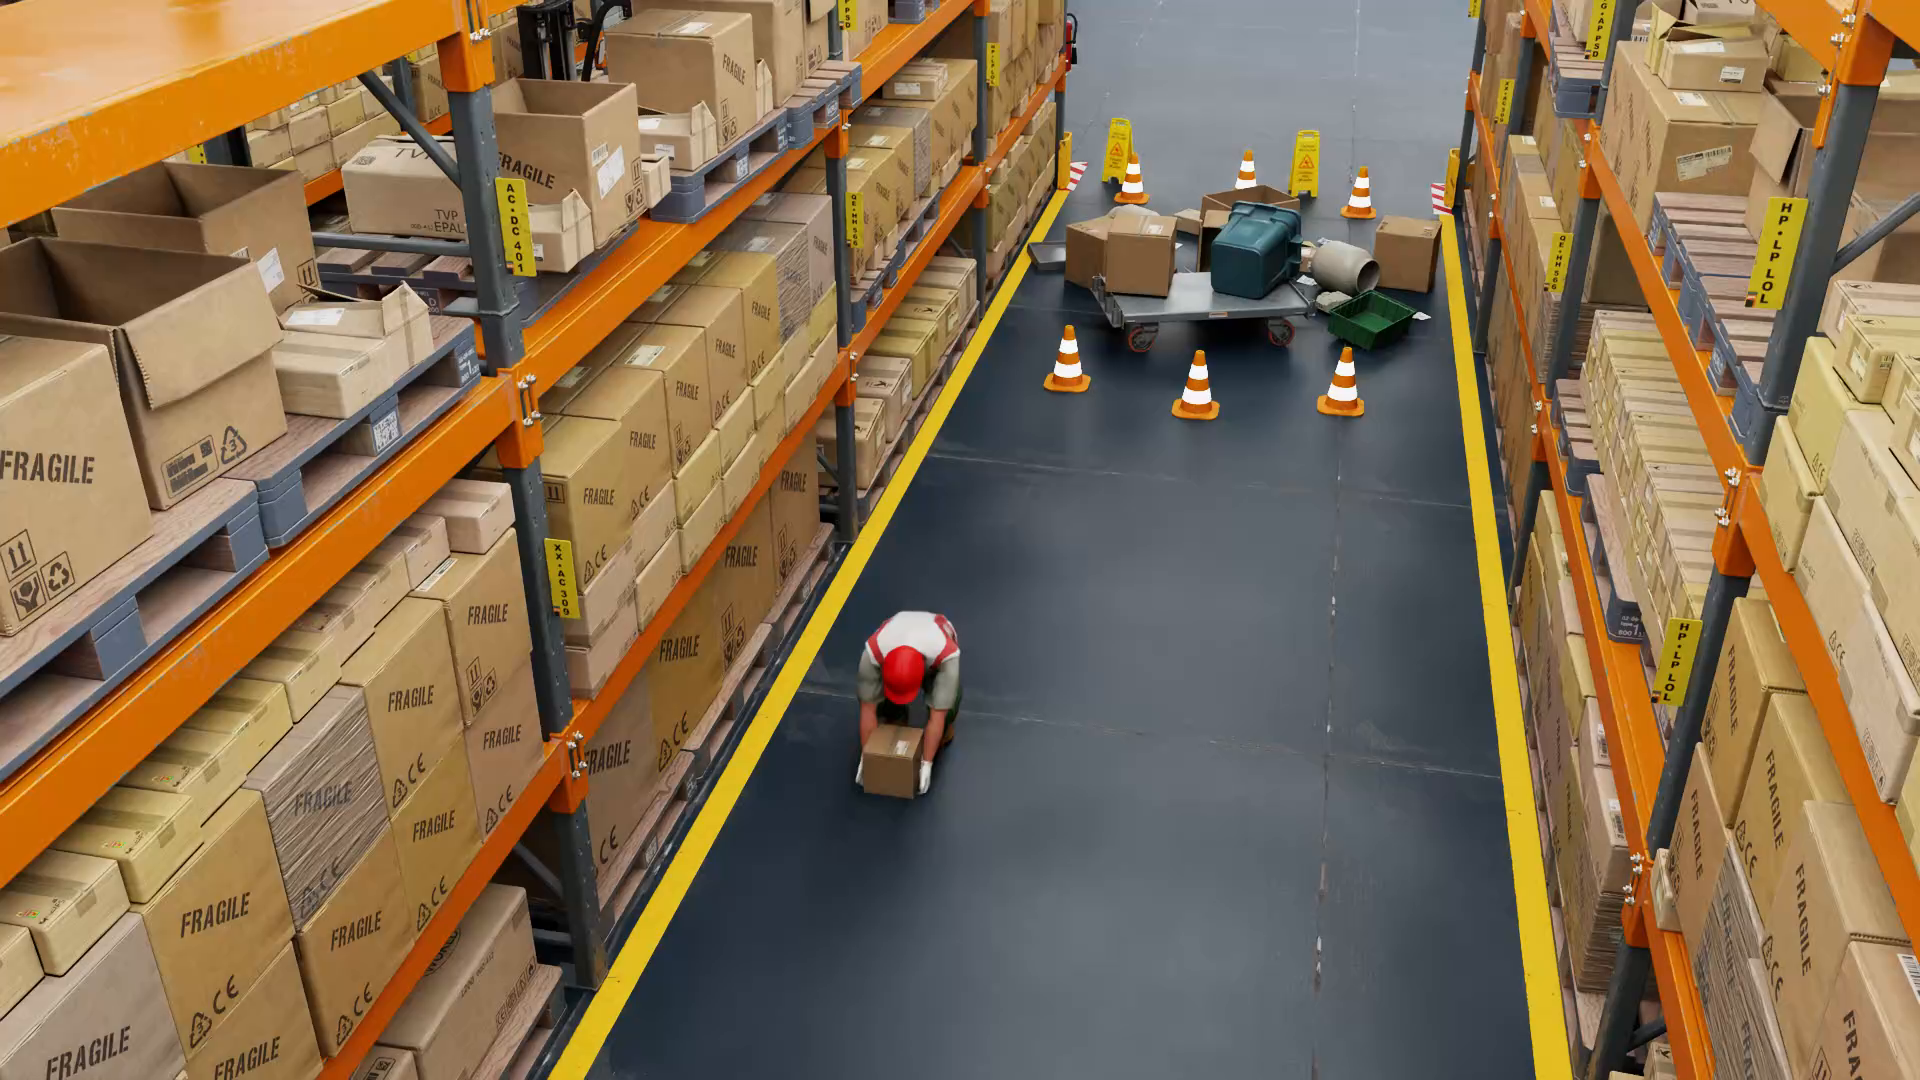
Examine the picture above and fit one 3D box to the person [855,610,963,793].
[{"bbox_3d":[-0.243,0.735,8.349,0.542,0.874,0.910,6,29,10],"label":"person"}]
